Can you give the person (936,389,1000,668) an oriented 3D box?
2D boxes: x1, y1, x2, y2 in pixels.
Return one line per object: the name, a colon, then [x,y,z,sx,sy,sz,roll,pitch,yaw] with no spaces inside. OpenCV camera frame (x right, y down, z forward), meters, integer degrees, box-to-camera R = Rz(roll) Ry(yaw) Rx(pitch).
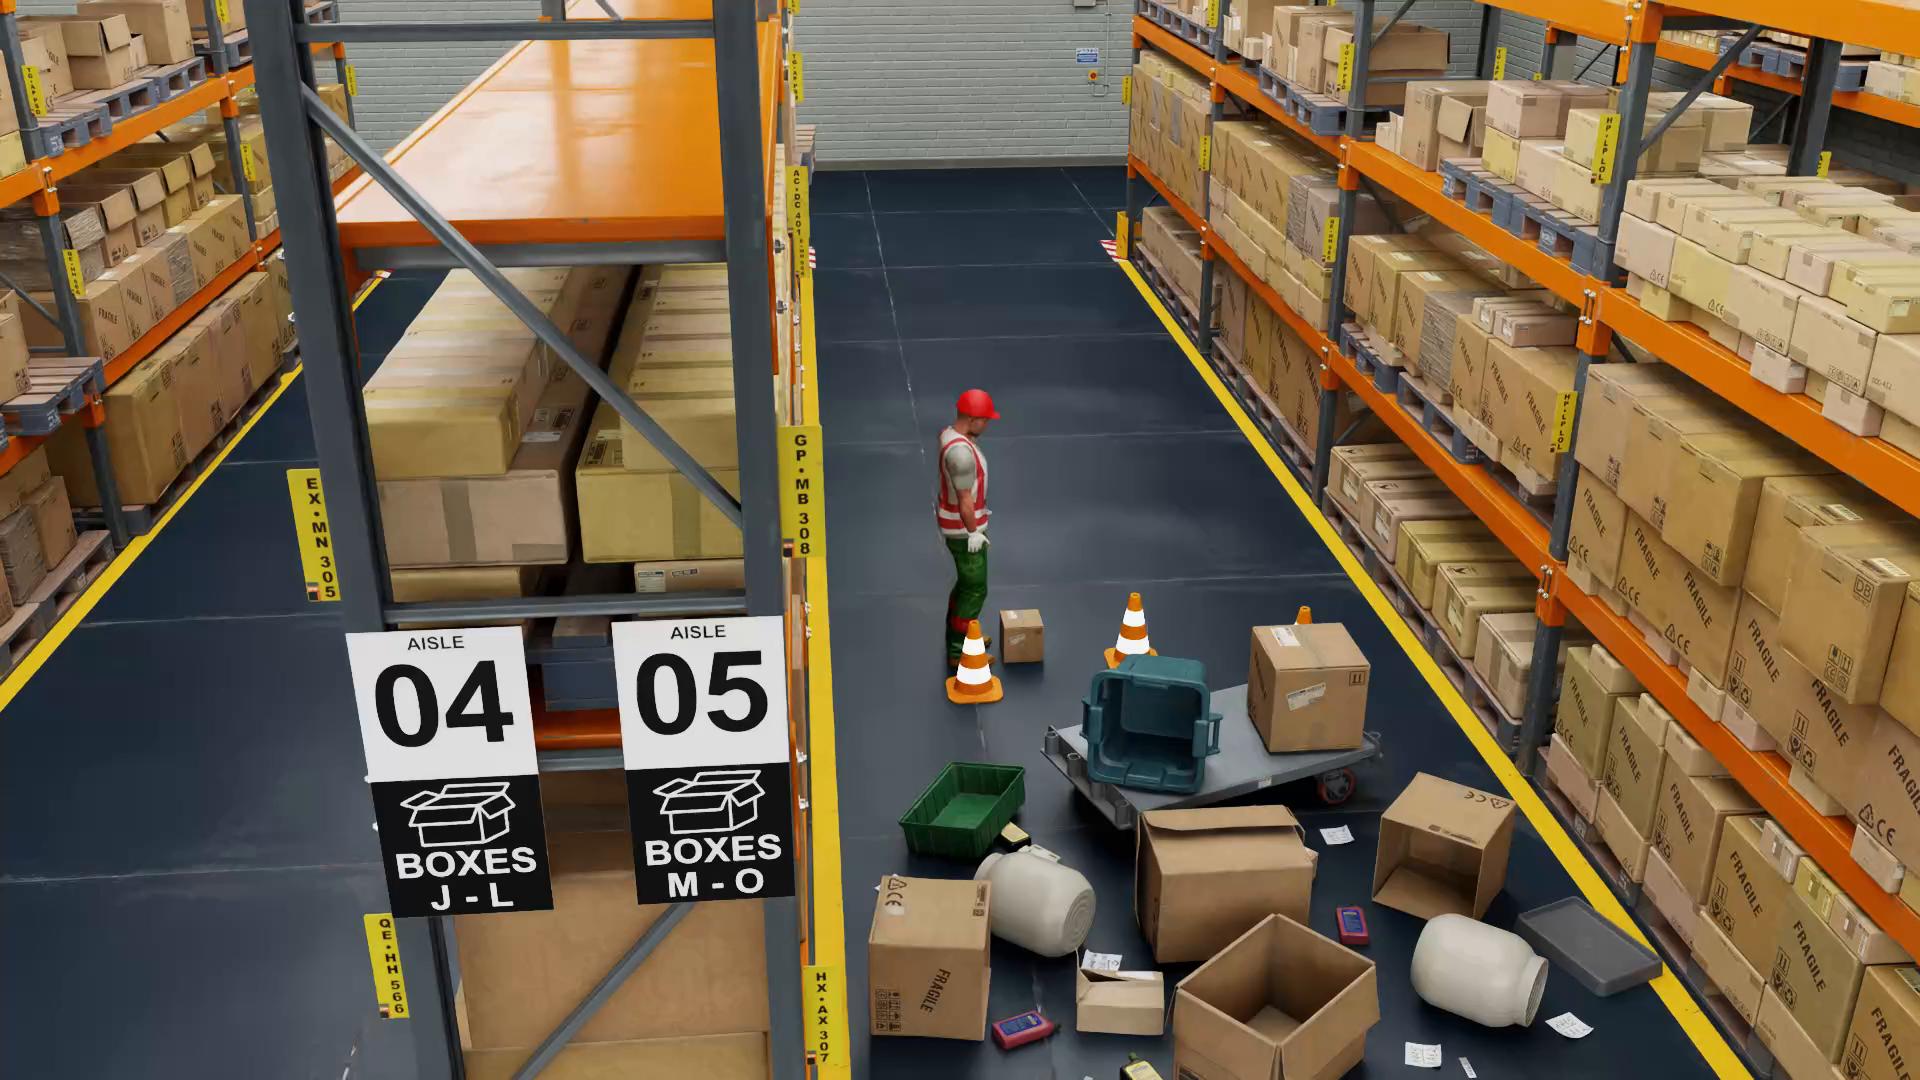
person: [0.050,-0.085,10.294,0.388,1.768,0.533,-2,24,-4]
